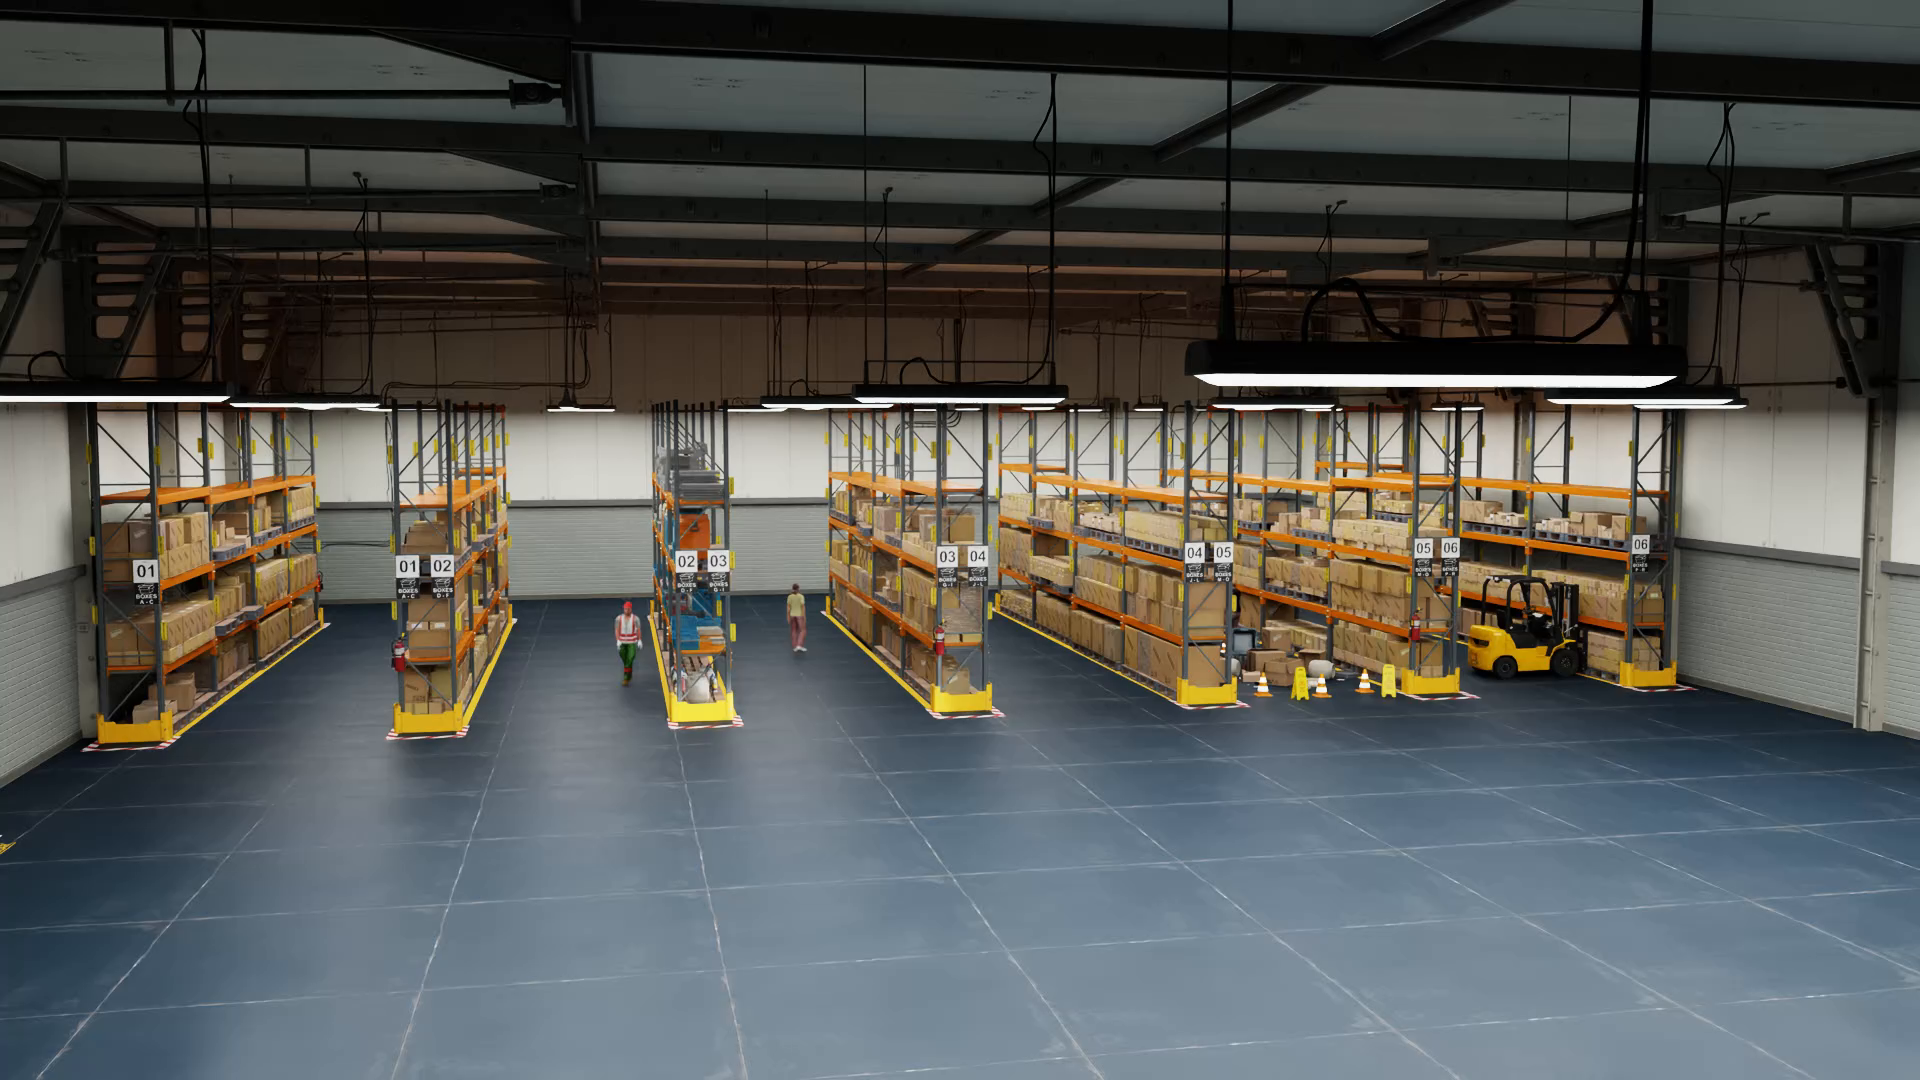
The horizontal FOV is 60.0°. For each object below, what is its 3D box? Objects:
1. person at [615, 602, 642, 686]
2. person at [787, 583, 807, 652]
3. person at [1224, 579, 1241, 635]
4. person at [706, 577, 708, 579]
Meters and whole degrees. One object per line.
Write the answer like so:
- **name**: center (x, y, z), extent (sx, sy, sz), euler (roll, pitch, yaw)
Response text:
- **person**: center (-7.064, 2.178, 35.272), extent (0.540, 1.729, 0.992), euler (0, 4, 0)
- **person**: center (-3.942, 1.871, 40.132), extent (0.489, 1.668, 0.507), euler (1, 4, 16)
- **person**: center (6.626, 1.823, 40.522), extent (0.567, 1.745, 0.416), euler (-4, 6, -43)
- **person**: center (-7.170, 1.305, 48.140), extent (0.428, 1.536, 1.003), euler (-4, 6, -40)
